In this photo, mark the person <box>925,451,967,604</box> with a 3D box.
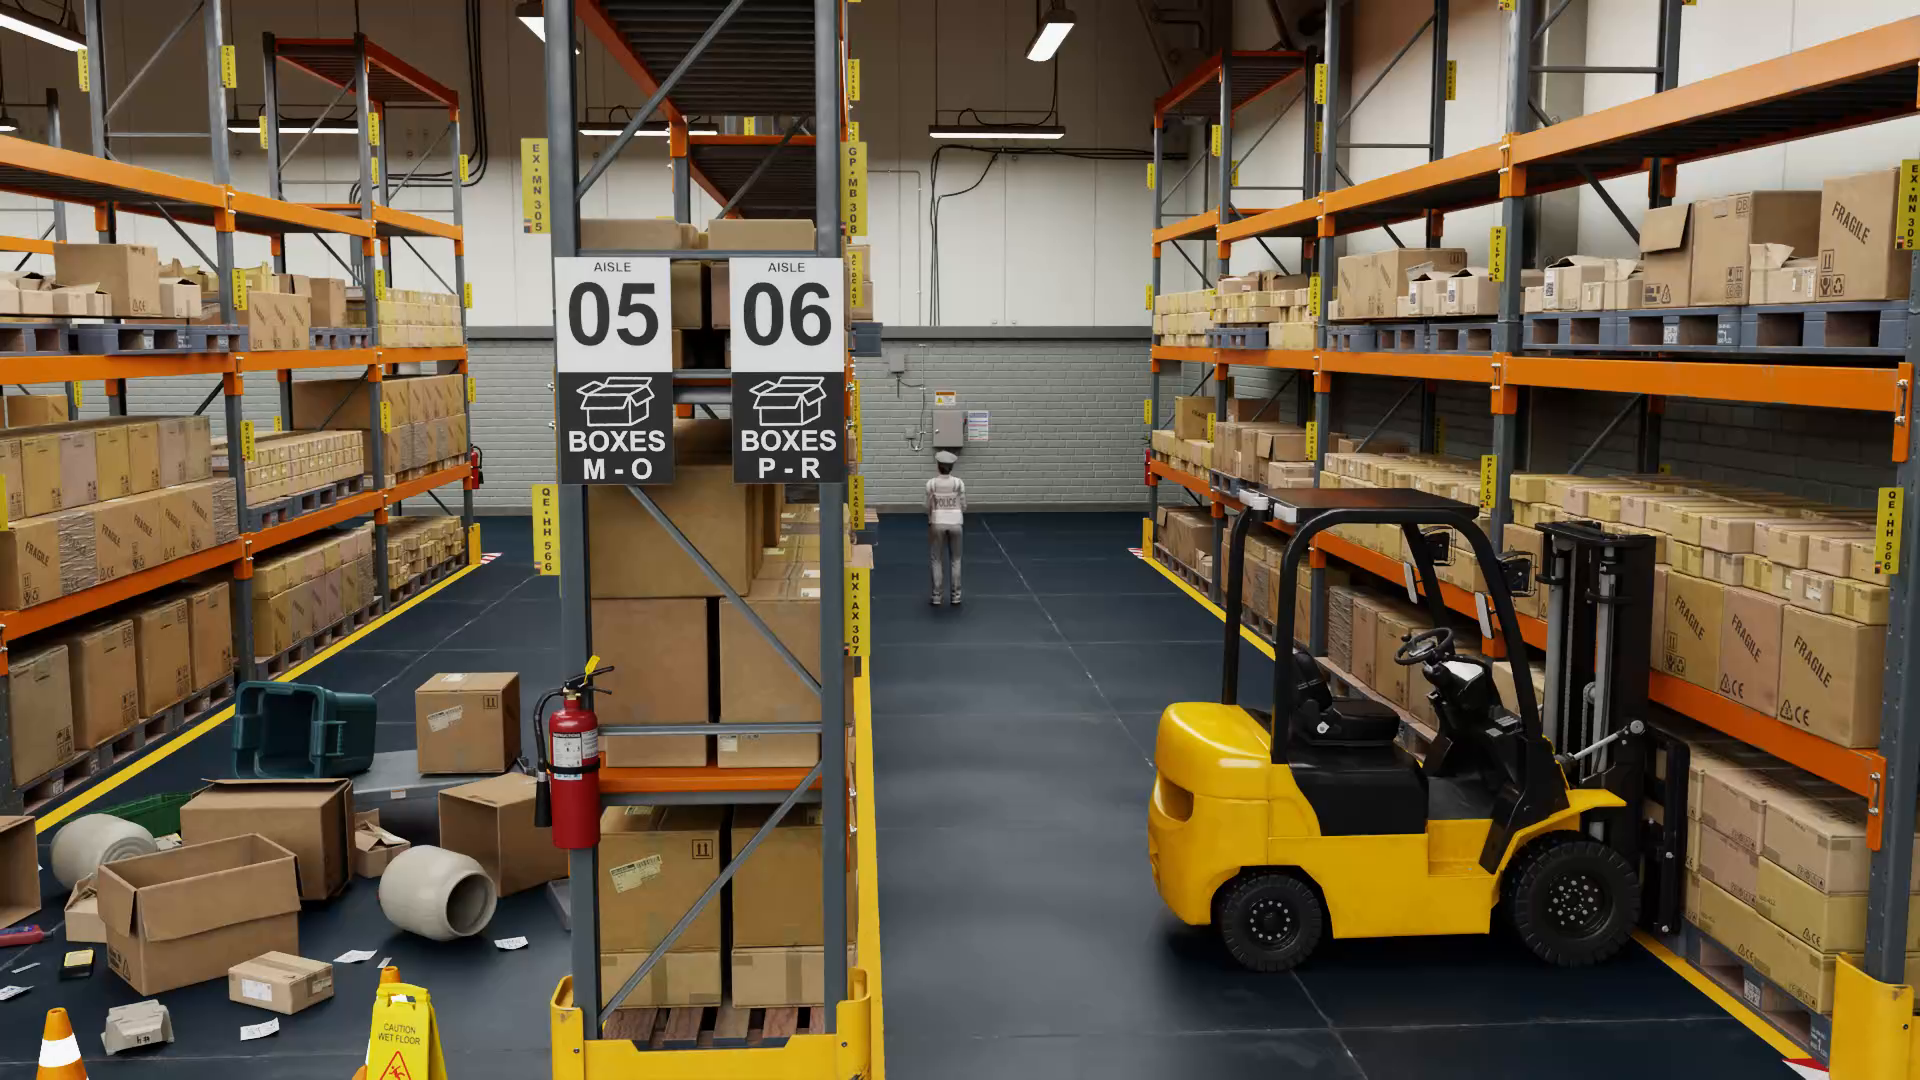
[{"bbox_3d":[-0.156,-0.138,18.297,0.457,1.690,0.539,0,7,-3],"label":"person"}]
